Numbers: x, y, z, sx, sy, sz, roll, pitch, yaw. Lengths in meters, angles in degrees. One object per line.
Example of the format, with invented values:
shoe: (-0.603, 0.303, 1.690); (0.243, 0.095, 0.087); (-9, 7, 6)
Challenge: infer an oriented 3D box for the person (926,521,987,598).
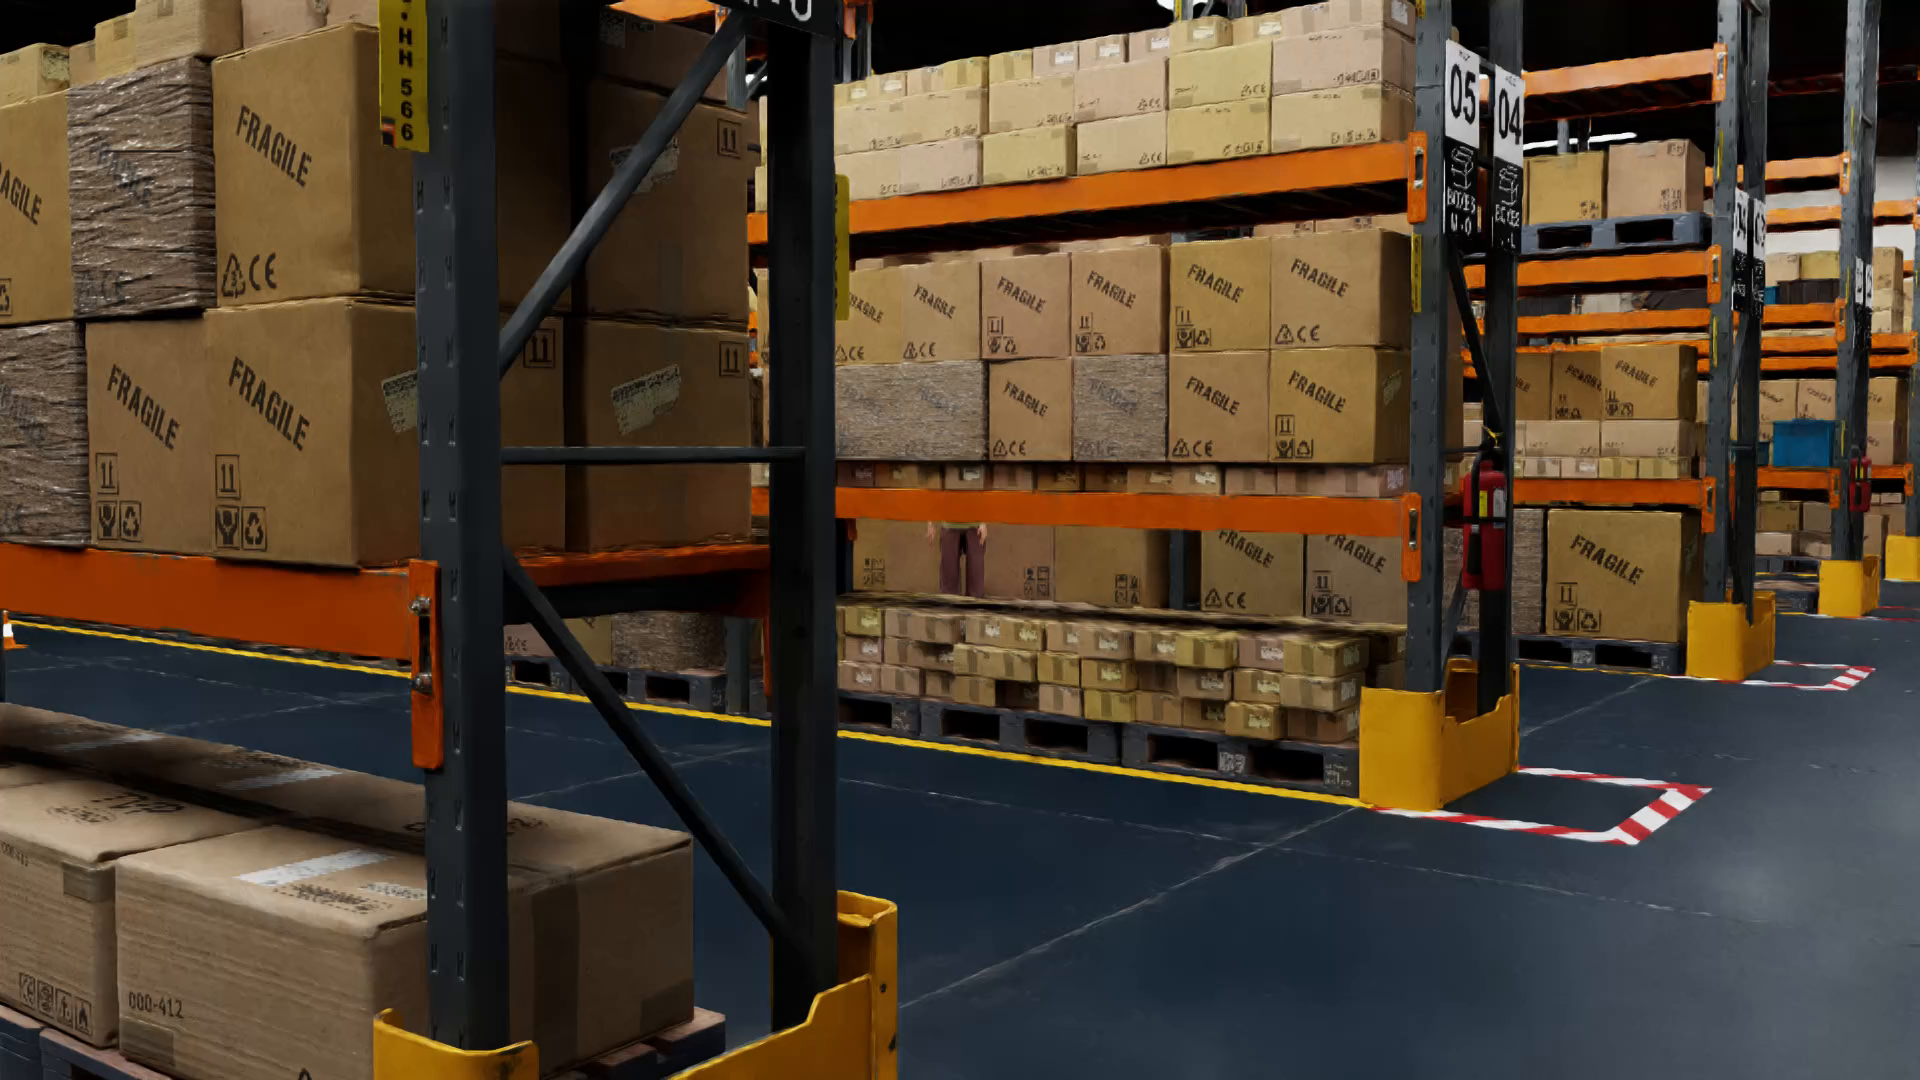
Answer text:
person: (-0.024, -0.079, 13.064); (0.497, 1.682, 0.443); (0, 3, 3)
